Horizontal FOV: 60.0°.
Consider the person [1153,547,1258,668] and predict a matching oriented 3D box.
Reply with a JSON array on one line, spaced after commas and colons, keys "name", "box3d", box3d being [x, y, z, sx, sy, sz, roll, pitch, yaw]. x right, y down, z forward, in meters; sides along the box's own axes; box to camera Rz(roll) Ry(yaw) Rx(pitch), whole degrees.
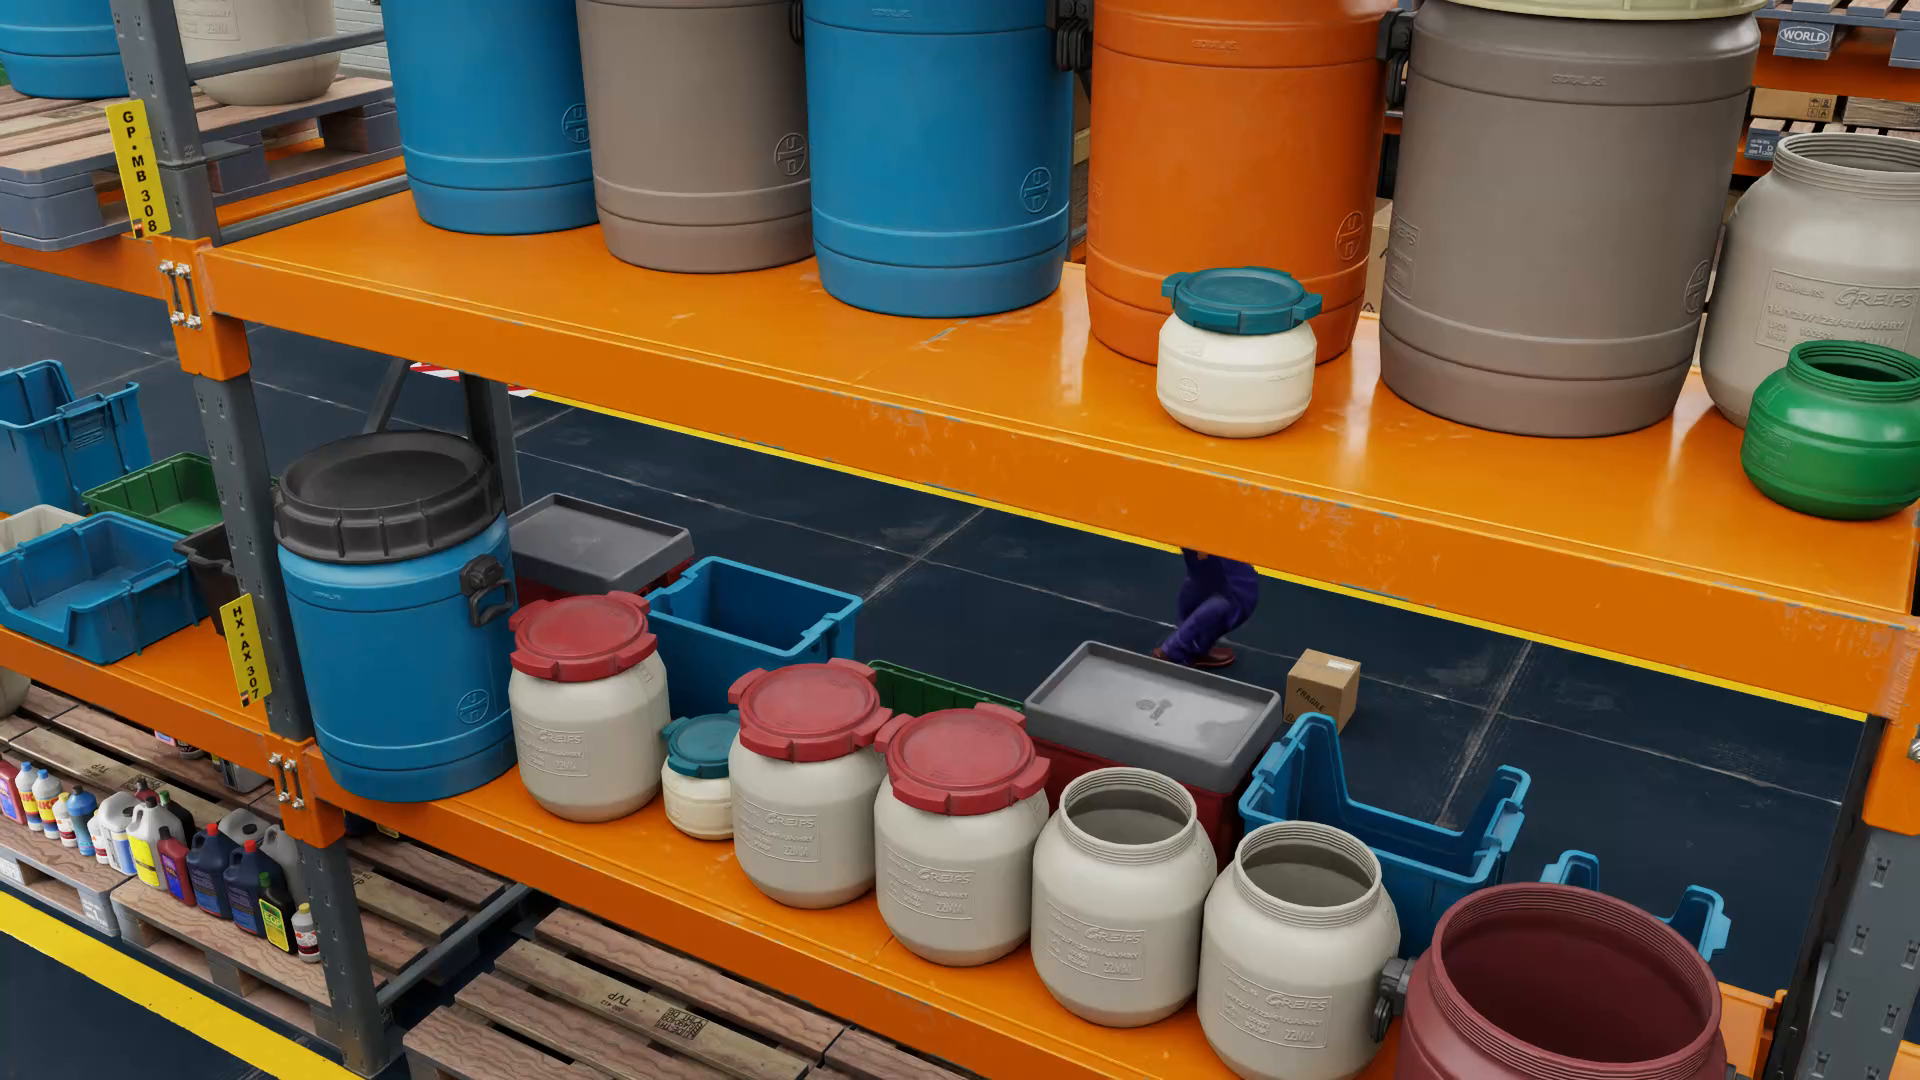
[{"name": "person", "box3d": [1.089, -0.109, 7.309, 0.436, 1.649, 0.542, 1, 27, 2]}]
